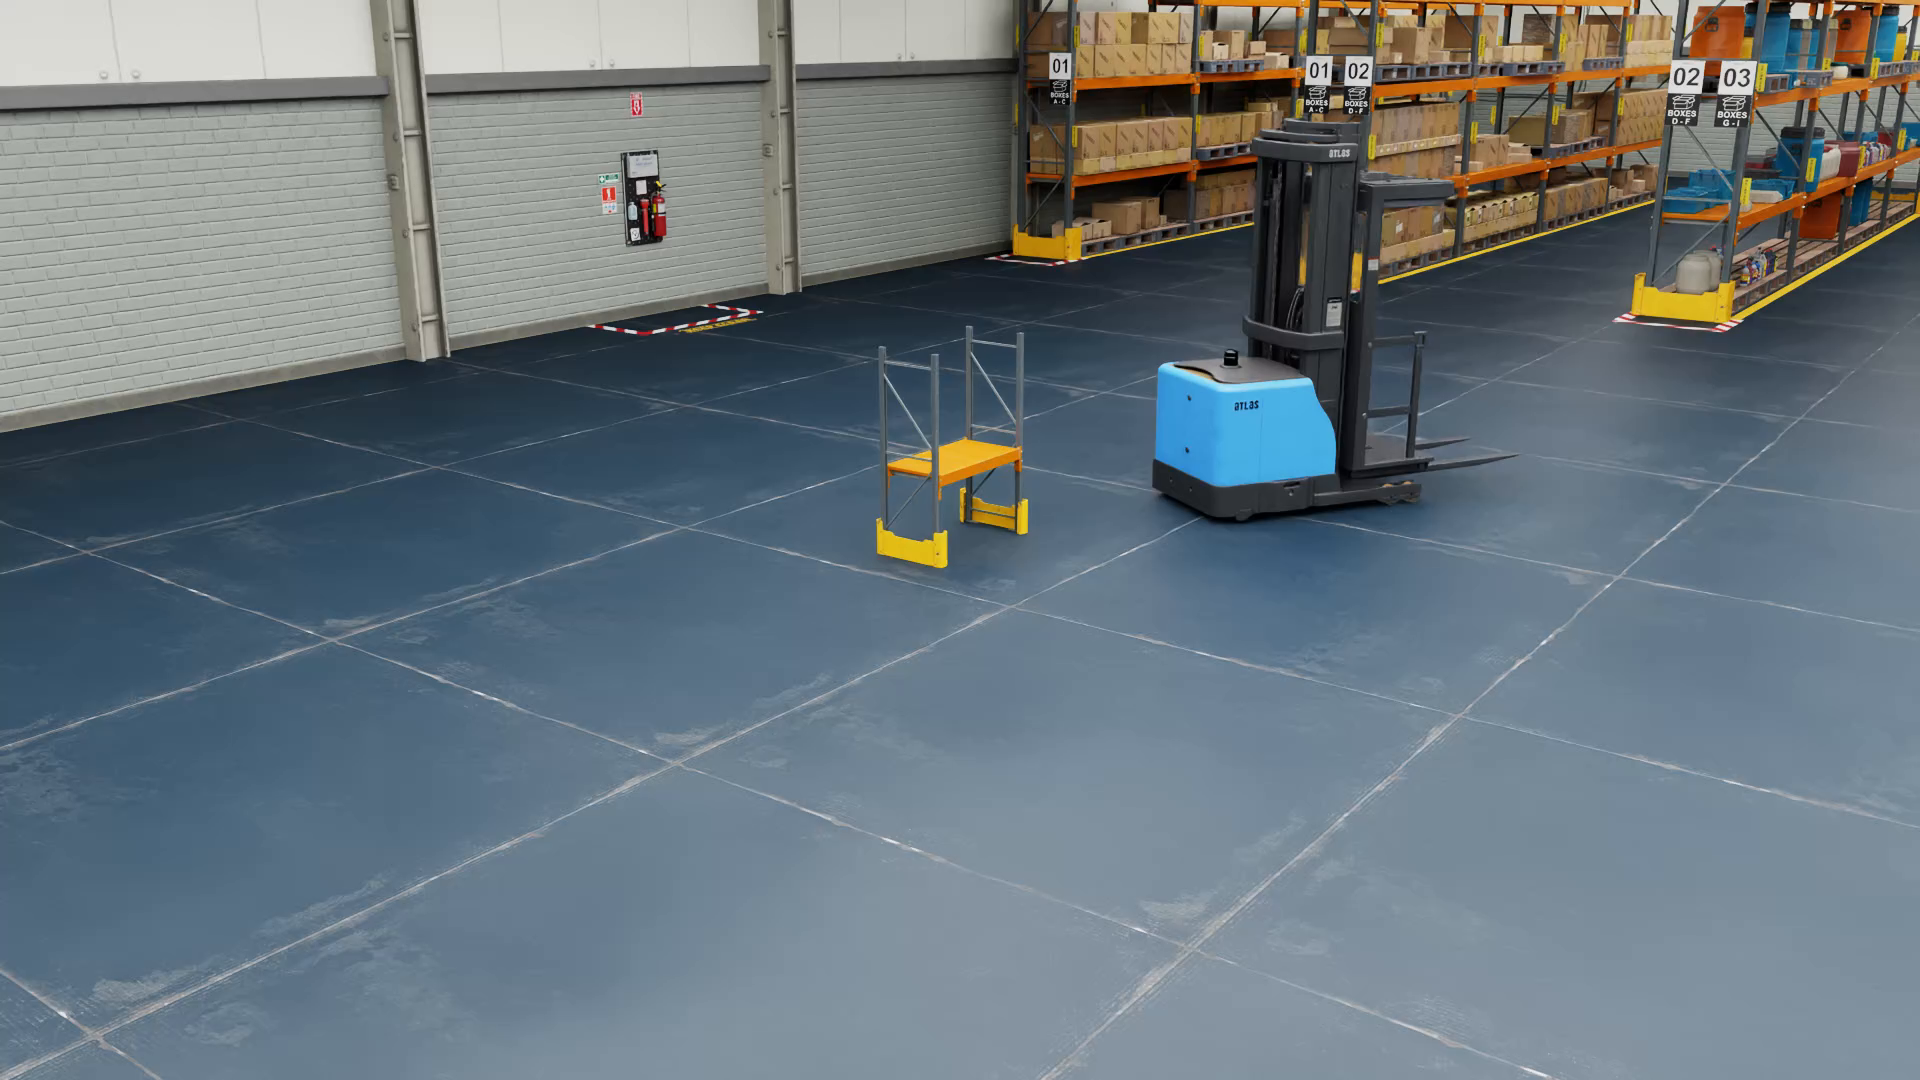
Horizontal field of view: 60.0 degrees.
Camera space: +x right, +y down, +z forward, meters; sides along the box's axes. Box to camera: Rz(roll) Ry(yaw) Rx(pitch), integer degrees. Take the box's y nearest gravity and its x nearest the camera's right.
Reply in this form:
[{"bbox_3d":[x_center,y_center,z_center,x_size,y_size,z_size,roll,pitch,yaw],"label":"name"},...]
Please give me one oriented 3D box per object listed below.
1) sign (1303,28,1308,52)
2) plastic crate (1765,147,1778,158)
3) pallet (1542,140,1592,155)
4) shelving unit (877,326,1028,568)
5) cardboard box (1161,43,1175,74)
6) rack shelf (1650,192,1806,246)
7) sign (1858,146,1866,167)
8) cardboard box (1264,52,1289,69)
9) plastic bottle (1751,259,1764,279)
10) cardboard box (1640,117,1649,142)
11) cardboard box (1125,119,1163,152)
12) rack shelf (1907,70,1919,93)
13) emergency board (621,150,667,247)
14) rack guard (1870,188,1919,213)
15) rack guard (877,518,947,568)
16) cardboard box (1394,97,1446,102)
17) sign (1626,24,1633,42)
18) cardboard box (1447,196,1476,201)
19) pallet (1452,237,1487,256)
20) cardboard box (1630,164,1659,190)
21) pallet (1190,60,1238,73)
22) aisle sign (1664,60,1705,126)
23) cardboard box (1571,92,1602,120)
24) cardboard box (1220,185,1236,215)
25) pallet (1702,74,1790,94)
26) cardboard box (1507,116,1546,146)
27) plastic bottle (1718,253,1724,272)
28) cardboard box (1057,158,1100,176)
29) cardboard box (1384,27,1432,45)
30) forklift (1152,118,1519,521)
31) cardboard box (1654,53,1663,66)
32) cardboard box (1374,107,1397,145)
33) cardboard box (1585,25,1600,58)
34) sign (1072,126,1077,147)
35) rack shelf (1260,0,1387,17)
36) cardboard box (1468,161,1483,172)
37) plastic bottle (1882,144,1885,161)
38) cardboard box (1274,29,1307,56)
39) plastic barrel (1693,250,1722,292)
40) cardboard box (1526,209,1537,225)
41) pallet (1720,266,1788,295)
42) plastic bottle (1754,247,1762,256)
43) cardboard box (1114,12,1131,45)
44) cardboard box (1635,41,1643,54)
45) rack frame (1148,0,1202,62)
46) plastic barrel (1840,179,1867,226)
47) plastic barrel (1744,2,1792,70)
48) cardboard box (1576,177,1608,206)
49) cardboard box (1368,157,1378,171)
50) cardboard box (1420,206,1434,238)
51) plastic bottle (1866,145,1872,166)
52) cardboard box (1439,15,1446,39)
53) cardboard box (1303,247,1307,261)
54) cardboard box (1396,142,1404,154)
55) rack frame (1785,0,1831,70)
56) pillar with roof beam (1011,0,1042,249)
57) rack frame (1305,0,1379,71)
[{"bbox_3d":[4.923,-7.092,23.606,0.100,0.325,0.005,12,21,35],"label":"sign"},{"bbox_3d":[12.884,-5.904,26.091,0.402,0.464,0.583,12,21,35],"label":"plastic crate"},{"bbox_3d":[11.272,-7.453,31.509,1.003,0.211,1.213,12,21,35],"label":"pallet"},{"bbox_3d":[-0.045,-0.698,11.963,0.587,1.500,1.083,12,21,35],"label":"shelving unit"},{"bbox_3d":[3.339,-8.210,28.364,0.500,0.500,0.500,10,20,30],"label":"cardboard box"},{"bbox_3d":[10.518,-4.432,22.670,1.077,0.370,4.000,12,21,35],"label":"rack shelf"},{"bbox_3d":[14.539,-6.187,26.833,0.100,0.325,0.005,12,21,35],"label":"sign"},{"bbox_3d":[5.924,-9.135,31.662,0.500,0.311,0.500,12,21,35],"label":"cardboard box"},{"bbox_3d":[11.151,-3.796,23.261,0.152,0.276,0.135,13,21,36],"label":"plastic bottle"},{"bbox_3d":[13.927,-8.517,34.444,0.500,0.500,0.500,12,21,34],"label":"cardboard box"},{"bbox_3d":[3.118,-6.893,28.338,0.500,0.500,0.500,12,21,33],"label":"cardboard box"},{"bbox_3d":[17.668,-8.722,31.429,1.077,0.370,4.000,12,21,35],"label":"rack shelf"},{"bbox_3d":[-3.986,-4.358,21.220,0.194,1.169,0.643,12,21,35],"label":"emergency board"},{"bbox_3d":[18.864,-6.924,33.698,1.175,0.500,0.348,12,21,35],"label":"rack guard"},{"bbox_3d":[-0.342,0.017,11.766,0.587,0.250,0.087,12,21,35],"label":"rack guard"},{"bbox_3d":[10.607,-9.880,38.497,0.980,0.700,0.700,14,22,37],"label":"cardboard box"},{"bbox_3d":[12.948,-9.804,32.162,0.100,0.325,0.005,12,21,35],"label":"sign"},{"bbox_3d":[8.651,-5.793,28.822,0.500,0.311,0.500,12,21,34],"label":"cardboard box"},{"bbox_3d":[8.141,-4.979,27.920,1.003,0.211,1.213,12,21,35],"label":"pallet"},{"bbox_3d":[14.758,-7.829,35.871,0.500,0.500,0.500,12,21,35],"label":"cardboard box"},{"bbox_3d":[4.207,-8.473,29.731,1.213,0.211,1.003,12,21,35],"label":"pallet"},{"bbox_3d":[9.045,-5.576,20.758,0.394,0.787,0.004,12,21,35],"label":"aisle sign"},{"bbox_3d":[12.594,-8.725,33.427,0.500,0.500,0.500,13,21,35],"label":"cardboard box"},{"bbox_3d":[4.782,-6.443,31.407,0.700,0.500,0.500,13,21,35],"label":"cardboard box"},{"bbox_3d":[9.898,-5.821,21.191,1.003,0.211,1.213,12,21,35],"label":"pallet"},{"bbox_3d":[10.402,-7.499,30.457,0.700,0.500,0.500,5,18,16],"label":"cardboard box"},{"bbox_3d":[10.906,-3.984,23.874,0.097,0.271,0.097,0,17,0],"label":"plastic bottle"},{"bbox_3d":[1.916,-6.048,26.880,0.500,0.250,0.500,12,21,33],"label":"cardboard box"},{"bbox_3d":[6.651,-7.507,25.184,0.797,0.503,0.637,15,23,41],"label":"cardboard box"},{"bbox_3d":[3.112,-1.810,13.129,3.031,2.935,1.130,-7,19,-22],"label":"forklift"},{"bbox_3d":[14.195,-9.939,34.388,0.500,0.250,0.500,12,21,35],"label":"cardboard box"},{"bbox_3d":[5.979,-6.090,24.442,0.700,0.500,0.500,12,21,33],"label":"cardboard box"},{"bbox_3d":[11.761,-9.492,31.648,0.600,0.600,0.600,12,21,34],"label":"cardboard box"},{"bbox_3d":[1.806,-6.367,26.230,0.100,0.325,0.005,12,21,35],"label":"sign"},{"bbox_3d":[7.328,-10.762,33.613,1.077,0.370,4.000,12,21,35],"label":"rack shelf"},{"bbox_3d":[8.426,-6.183,27.519,0.380,0.149,0.250,12,21,35],"label":"cardboard box"},{"bbox_3d":[16.400,-6.887,29.561,0.061,0.283,0.133,12,21,35],"label":"plastic bottle"},{"bbox_3d":[6.653,-9.907,33.119,0.700,0.500,0.500,11,20,32],"label":"cardboard box"},{"bbox_3d":[9.956,-3.601,22.269,0.421,0.512,0.421,0,17,0],"label":"plastic barrel"},{"bbox_3d":[10.000,-5.800,29.790,0.500,0.250,0.500,13,21,36],"label":"cardboard box"},{"bbox_3d":[11.276,-3.767,24.020,1.003,0.211,1.213,12,21,35],"label":"pallet"},{"bbox_3d":[11.442,-4.018,23.849,0.144,0.351,0.185,12,21,35],"label":"plastic bottle"},{"bbox_3d":[2.430,-8.300,26.969,0.500,0.500,0.500,13,22,36],"label":"cardboard box"},{"bbox_3d":[13.286,-9.824,33.174,0.500,0.250,0.500,12,21,35],"label":"cardboard box"},{"bbox_3d":[3.753,-9.867,28.845,1.000,3.000,0.127,12,21,35],"label":"rack frame"},{"bbox_3d":[15.717,-6.060,29.531,0.600,0.901,0.708,12,21,35],"label":"plastic barrel"},{"bbox_3d":[11.031,-6.906,22.813,0.600,0.901,0.708,12,21,35],"label":"plastic barrel"},{"bbox_3d":[12.437,-6.881,32.819,0.500,0.500,0.500,12,21,34],"label":"cardboard box"},{"bbox_3d":[5.639,-5.332,24.187,0.700,0.500,0.500,12,21,35],"label":"cardboard box"},{"bbox_3d":[7.031,-4.988,25.911,0.500,0.500,0.500,12,21,35],"label":"cardboard box"},{"bbox_3d":[15.535,-6.594,28.504,0.144,0.351,0.185,12,21,35],"label":"plastic bottle"},{"bbox_3d":[10.686,-11.605,37.611,0.500,0.500,0.500,12,21,35],"label":"cardboard box"},{"bbox_3d":[5.433,-4.243,24.776,0.500,0.250,0.500,12,21,35],"label":"cardboard box"},{"bbox_3d":[6.371,-5.834,24.711,0.380,0.149,0.250,12,21,33],"label":"cardboard box"},{"bbox_3d":[11.710,-8.117,23.208,1.000,3.000,0.127,12,21,35],"label":"rack frame"},{"bbox_3d":[4.550,-8.474,24.357,9.100,9.000,0.400,12,21,35],"label":"pillar with roof beam"},{"bbox_3d":[5.350,-8.040,22.961,1.000,3.000,0.127,12,21,35],"label":"rack frame"}]
